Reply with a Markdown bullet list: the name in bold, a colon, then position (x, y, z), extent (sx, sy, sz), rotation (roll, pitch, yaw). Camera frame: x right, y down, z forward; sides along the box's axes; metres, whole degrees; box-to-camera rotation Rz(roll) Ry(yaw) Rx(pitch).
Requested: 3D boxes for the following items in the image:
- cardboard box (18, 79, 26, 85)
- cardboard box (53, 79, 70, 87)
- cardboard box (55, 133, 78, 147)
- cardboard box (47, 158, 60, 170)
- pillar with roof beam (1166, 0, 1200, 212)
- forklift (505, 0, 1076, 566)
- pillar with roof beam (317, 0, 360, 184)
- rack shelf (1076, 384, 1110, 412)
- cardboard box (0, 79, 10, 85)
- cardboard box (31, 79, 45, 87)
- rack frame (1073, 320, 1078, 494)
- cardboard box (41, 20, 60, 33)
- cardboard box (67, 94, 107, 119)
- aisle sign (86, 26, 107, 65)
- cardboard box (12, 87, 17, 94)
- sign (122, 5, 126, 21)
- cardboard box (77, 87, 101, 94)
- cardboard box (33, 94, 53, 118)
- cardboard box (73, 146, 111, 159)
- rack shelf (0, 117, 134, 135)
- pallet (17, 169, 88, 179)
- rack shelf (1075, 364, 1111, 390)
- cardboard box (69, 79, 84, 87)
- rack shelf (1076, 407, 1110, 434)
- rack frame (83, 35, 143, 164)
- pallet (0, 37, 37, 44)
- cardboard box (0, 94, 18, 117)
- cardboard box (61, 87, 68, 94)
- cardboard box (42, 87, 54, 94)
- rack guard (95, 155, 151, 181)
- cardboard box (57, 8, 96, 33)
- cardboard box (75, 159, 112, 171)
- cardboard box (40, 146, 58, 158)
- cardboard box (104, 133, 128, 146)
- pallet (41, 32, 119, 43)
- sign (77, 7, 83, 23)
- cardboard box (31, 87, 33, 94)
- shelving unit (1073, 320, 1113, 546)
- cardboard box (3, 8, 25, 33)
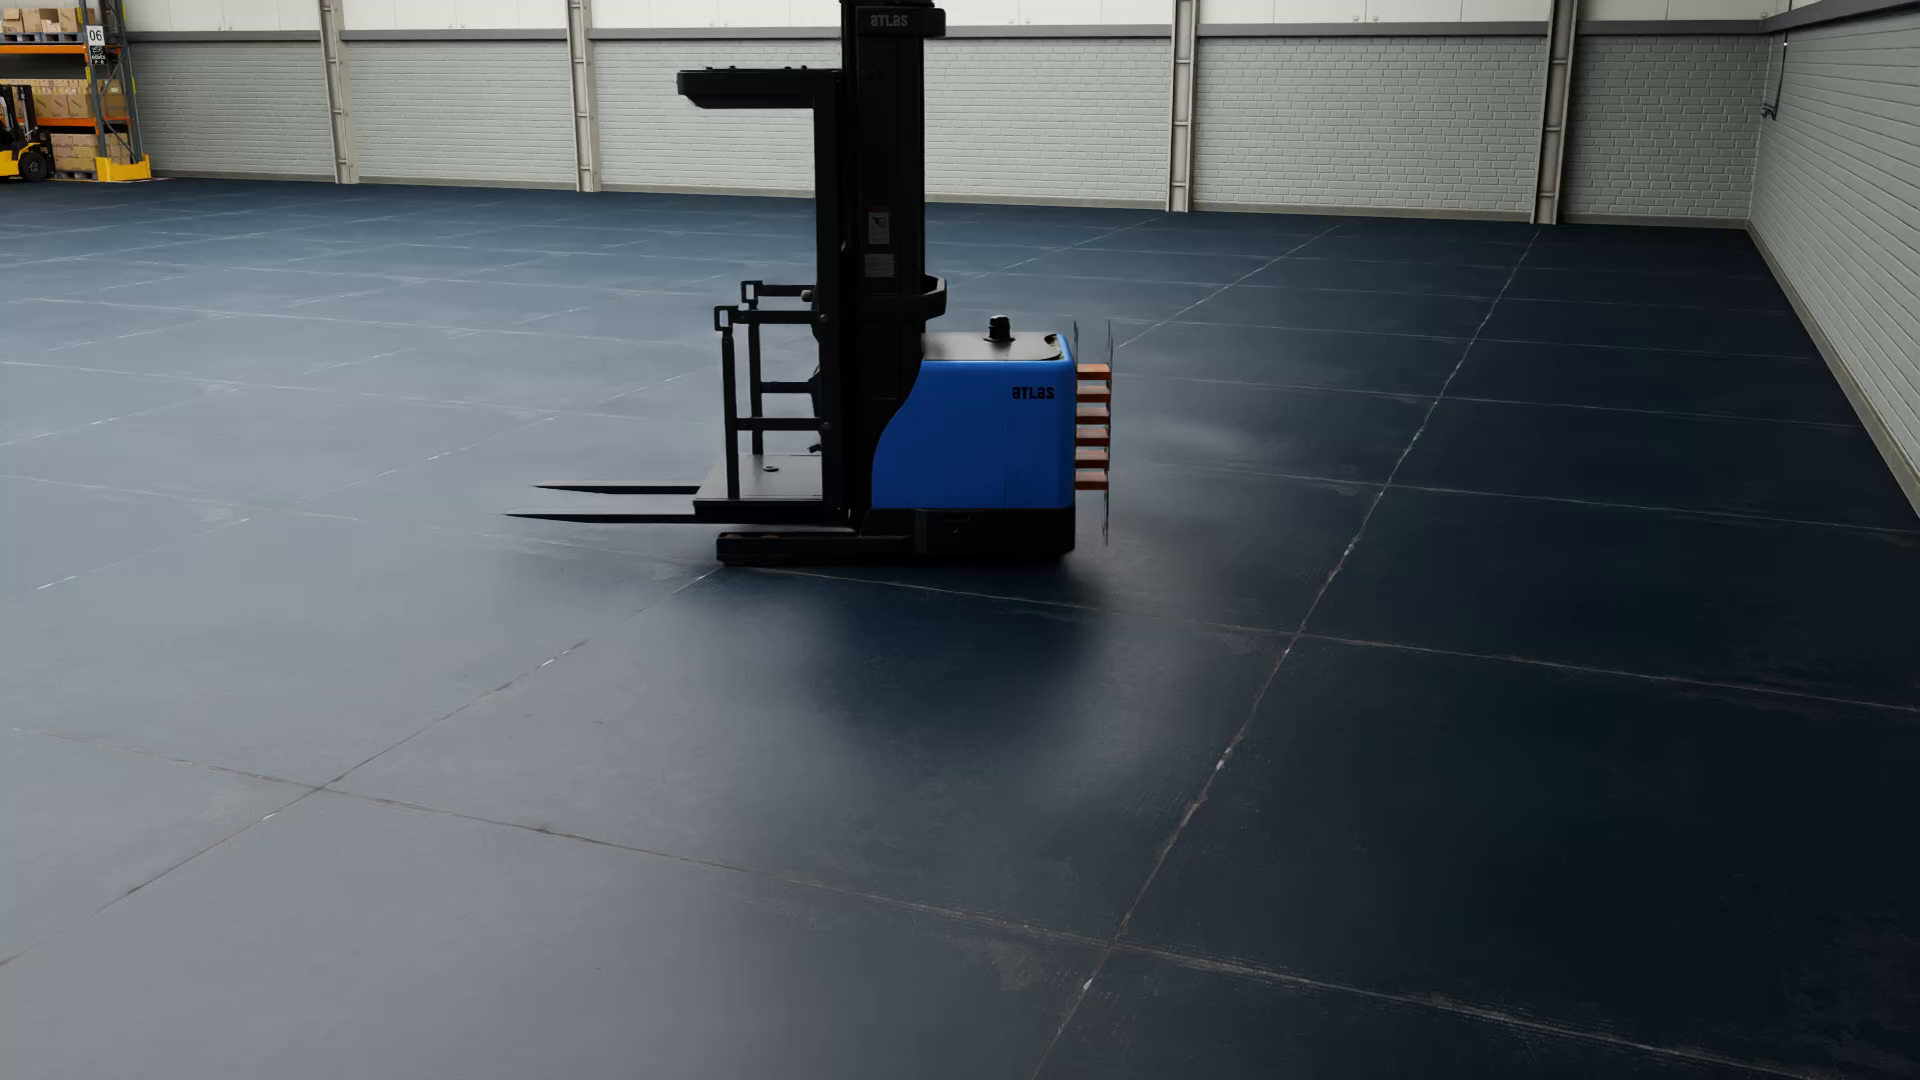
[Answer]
- **cardboard box**: position (-20.280, -9.969, 36.257), extent (0.250, 0.149, 0.380), rotation (6, 17, 21)
- **cardboard box**: position (-19.321, -9.865, 35.899), extent (0.250, 0.149, 0.380), rotation (6, 17, 21)
- **cardboard box**: position (-19.232, -8.678, 36.069), extent (0.500, 0.250, 0.500), rotation (7, 17, 22)
- **cardboard box**: position (-19.686, -8.253, 36.402), extent (0.500, 0.250, 0.500), rotation (6, 17, 21)
- **pillar with roof beam**: position (2.217, -8.914, 23.737), extent (0.400, 9.000, 9.100), rotation (6, 17, 21)
- **forklift**: position (-0.905, -1.419, 8.803), extent (3.031, 2.935, 1.130), rotation (0, 16, 1)
- **pillar with roof beam**: position (-14.527, -10.755, 30.079), extent (0.400, 9.000, 9.100), rotation (6, 17, 21)
- **rack shelf**: position (0.709, -0.764, 8.953), extent (0.180, 0.103, 0.258), rotation (0, 16, 1)
- **cardboard box**: position (-20.775, -10.002, 36.369), extent (0.250, 0.149, 0.380), rotation (6, 17, 20)
- **cardboard box**: position (-19.847, -9.888, 35.978), extent (0.250, 0.149, 0.380), rotation (7, 17, 22)
- **rack frame**: position (0.618, -0.577, 9.009), extent (0.006, 1.200, 0.240), rotation (0, 16, 1)
- **cardboard box**: position (-19.330, -10.957, 35.464), extent (0.258, 0.266, 0.396), rotation (6, 17, 21)
- **cardboard box**: position (-18.766, -9.329, 35.750), extent (0.500, 0.500, 0.500), rotation (6, 17, 19)
- **aisle sign**: position (-18.259, -10.465, 35.178), extent (0.004, 0.787, 0.394), rotation (6, 17, 21)
- **cardboard box**: position (-20.553, -9.829, 36.307), extent (0.250, 0.149, 0.380), rotation (6, 17, 19)
- **sign**: position (-18.003, -11.341, 35.768), extent (0.005, 0.325, 0.100), rotation (6, 17, 21)
- **cardboard box**: position (-18.637, -9.622, 35.593), extent (0.250, 0.149, 0.380), rotation (7, 17, 21)
- **cardboard box**: position (-19.722, -9.437, 36.122), extent (0.500, 0.500, 0.500), rotation (6, 17, 20)
- **cardboard box**: position (-18.780, -8.389, 35.973), extent (0.500, 0.250, 0.500), rotation (6, 17, 20)
- **rack shelf**: position (-20.073, -9.158, 36.631), extent (4.000, 0.370, 1.077), rotation (6, 17, 21)
- **pallet**: position (-20.070, -8.153, 36.878), extent (1.213, 0.211, 1.003), rotation (6, 17, 21)
- **rack shelf**: position (0.709, -0.880, 8.920), extent (0.180, 0.103, 0.258), rotation (0, 16, 1)
- **cardboard box**: position (-18.863, -9.801, 35.677), extent (0.250, 0.149, 0.380), rotation (6, 17, 21)
- **rack shelf**: position (0.709, -0.649, 8.987), extent (0.180, 0.103, 0.258), rotation (0, 16, 1)
- **rack frame**: position (-18.212, -9.299, 35.826), extent (0.127, 3.000, 1.000), rotation (6, 17, 21)
- **pallet**: position (-21.130, -11.026, 36.552), extent (1.213, 0.211, 1.003), rotation (6, 17, 21)
- **cardboard box**: position (-20.654, -9.543, 36.485), extent (0.500, 0.500, 0.500), rotation (6, 17, 20)
- **cardboard box**: position (-19.105, -9.682, 35.803), extent (0.250, 0.149, 0.380), rotation (7, 17, 22)
- **cardboard box**: position (-19.597, -9.726, 35.952), extent (0.250, 0.149, 0.380), rotation (6, 17, 19)
- **rack guard**: position (-18.190, -8.096, 36.166), extent (0.348, 0.500, 1.175), rotation (6, 17, 21)
- **cardboard box**: position (-18.713, -11.020, 35.259), extent (0.500, 0.500, 0.500), rotation (7, 18, 22)
- **cardboard box**: position (-18.765, -8.147, 36.034), extent (0.500, 0.250, 0.500), rotation (6, 17, 21)
- **cardboard box**: position (-19.730, -8.491, 36.322), extent (0.500, 0.250, 0.500), rotation (6, 17, 19)
- **cardboard box**: position (-18.590, -8.759, 36.349), extent (0.500, 0.250, 0.500), rotation (6, 17, 20)
- **pallet**: position (-18.860, -10.776, 35.692), extent (1.213, 0.211, 1.003), rotation (6, 17, 21)
- **sign**: position (-18.424, -10.988, 34.815), extent (0.005, 0.325, 0.100), rotation (6, 17, 21)
- **cardboard box**: position (-20.039, -9.795, 36.192), extent (0.250, 0.149, 0.380), rotation (6, 17, 20)
- **shelving unit**: position (0.709, -0.577, 9.008), extent (0.189, 1.200, 0.258), rotation (0, 16, 1)
- **cardboard box**: position (-20.160, -11.222, 35.949), extent (0.637, 0.503, 0.797), rotation (7, 18, 22)
